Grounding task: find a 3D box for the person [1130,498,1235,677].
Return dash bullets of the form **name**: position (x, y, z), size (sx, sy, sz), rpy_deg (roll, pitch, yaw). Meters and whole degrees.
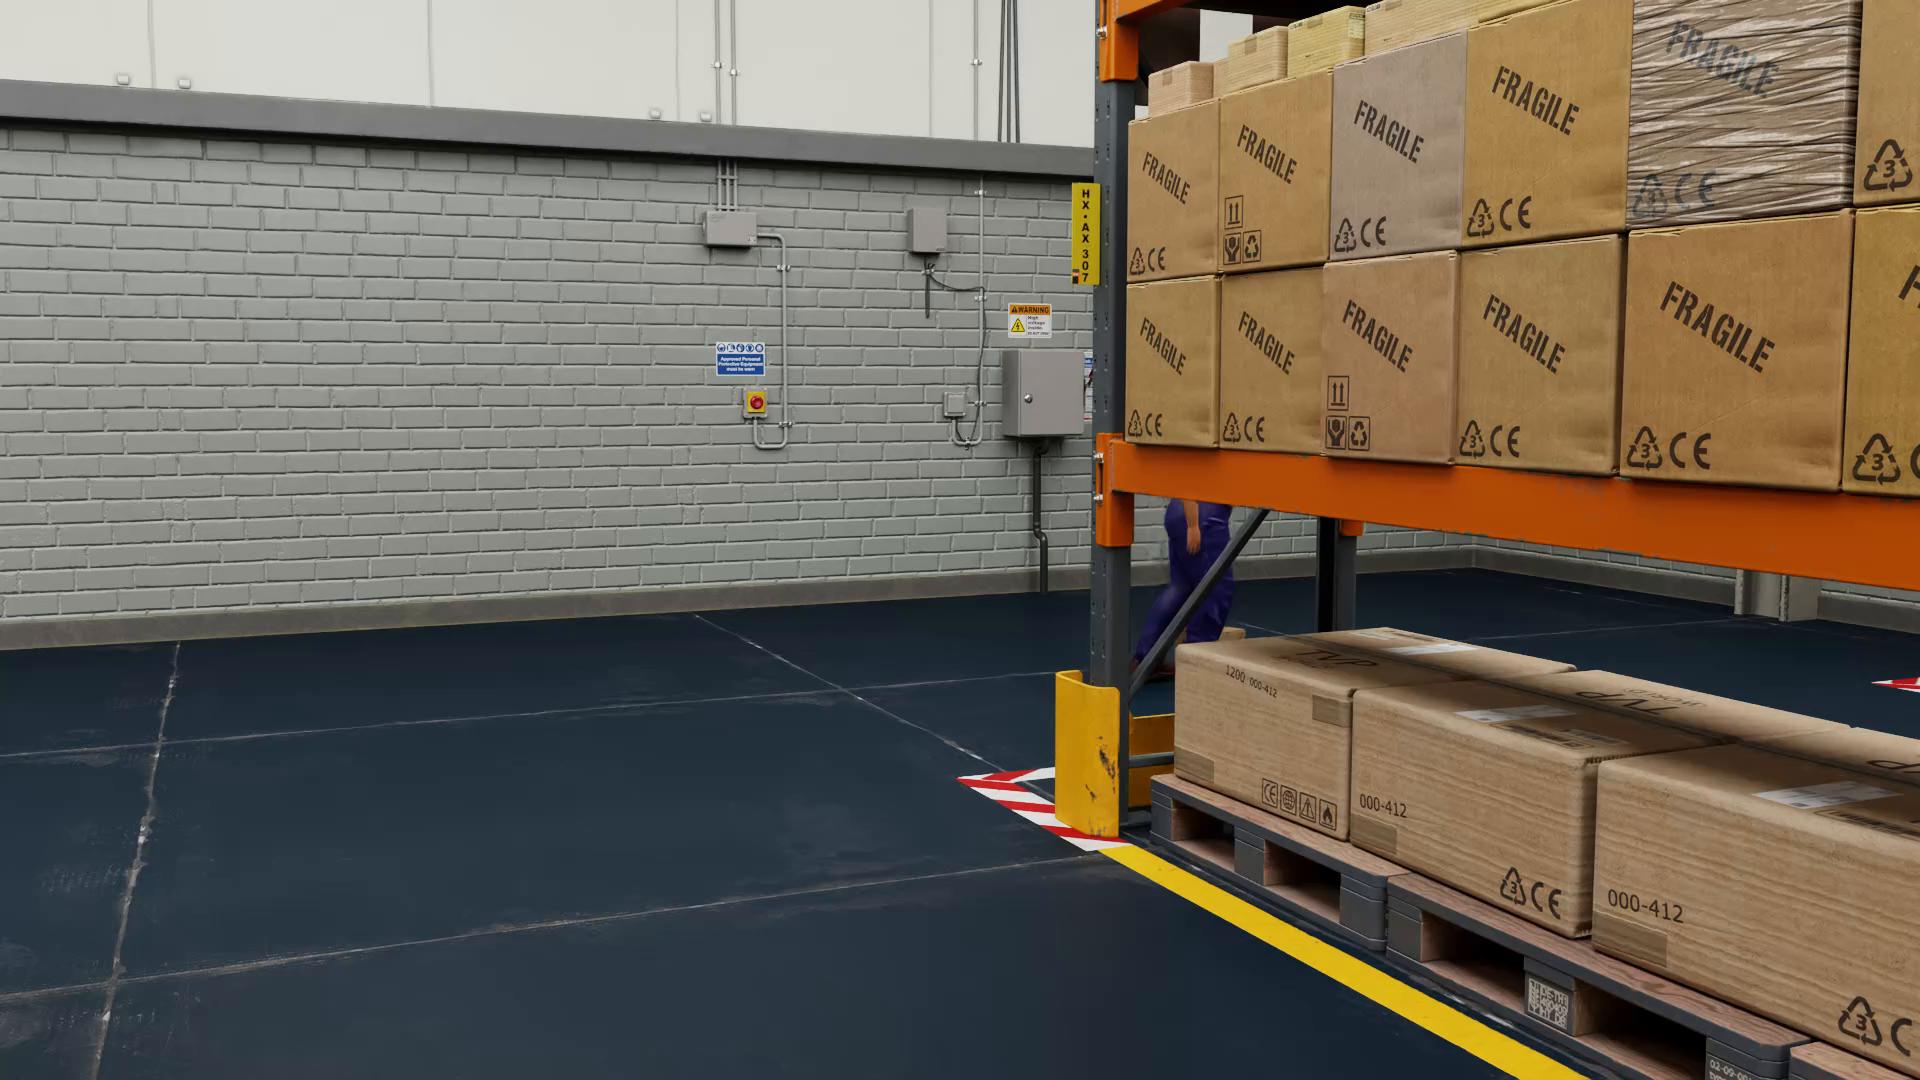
- **person**: position (1.101, -0.091, 8.062), size (0.559, 1.634, 0.530), rpy_deg (1, 6, 12)
